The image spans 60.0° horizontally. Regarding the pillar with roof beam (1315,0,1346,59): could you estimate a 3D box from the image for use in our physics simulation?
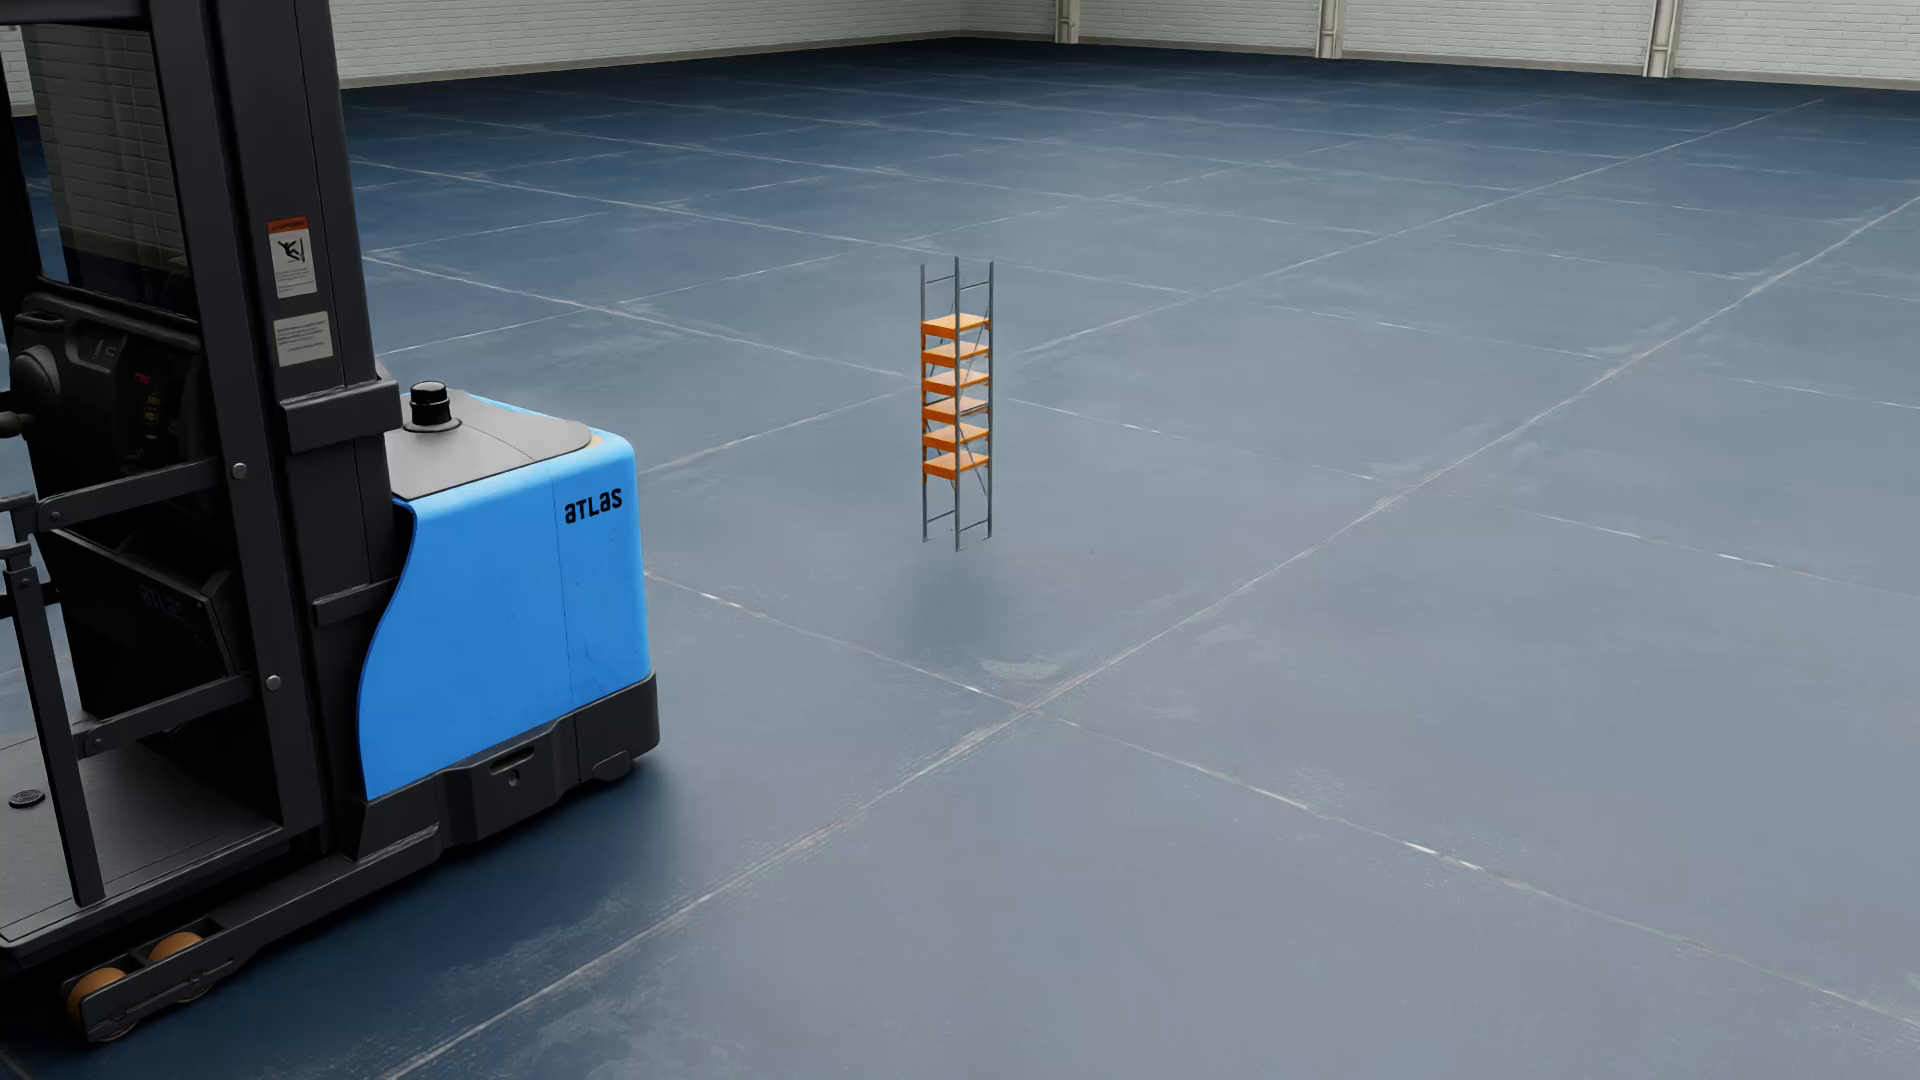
[{"bbox_3d":[4.148,-12.020,26.289,0.400,9.000,9.100,16,26,36],"label":"pillar with roof beam"}]

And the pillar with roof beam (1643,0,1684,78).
[{"bbox_3d":[8.796,-10.681,22.739,0.400,9.000,9.100,16,26,36],"label":"pillar with roof beam"}]

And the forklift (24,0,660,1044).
[{"bbox_3d":[-2.263,-0.370,3.994,1.130,2.935,3.031,16,26,36],"label":"forklift"}]

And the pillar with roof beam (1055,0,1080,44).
[{"bbox_3d":[-0.501,-13.359,29.839,0.400,9.000,9.100,16,26,36],"label":"pillar with roof beam"}]

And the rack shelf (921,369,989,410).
[{"bbox_3d":[-0.011,-0.635,6.938,0.180,0.103,0.258,16,26,36],"label":"rack shelf"}]

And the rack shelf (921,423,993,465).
[{"bbox_3d":[-0.011,-0.411,7.023,0.180,0.103,0.258,16,26,36],"label":"rack shelf"}]

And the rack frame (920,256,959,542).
[{"bbox_3d":[-0.082,-0.585,7.019,0.006,1.200,0.240,16,26,36],"label":"rack frame"}]

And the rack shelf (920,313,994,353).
[{"bbox_3d":[-0.011,-0.860,6.854,0.180,0.103,0.258,16,26,36],"label":"rack shelf"}]

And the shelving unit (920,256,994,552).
[{"bbox_3d":[-0.011,-0.565,6.965,0.189,1.200,0.258,16,26,36],"label":"shelving unit"}]

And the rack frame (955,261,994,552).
[{"bbox_3d":[0.060,-0.544,6.911,0.006,1.200,0.240,16,26,36],"label":"rack frame"}]

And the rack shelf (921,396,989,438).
[{"bbox_3d":[-0.011,-0.523,6.981,0.180,0.103,0.258,16,26,36],"label":"rack shelf"}]

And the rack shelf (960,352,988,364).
[{"bbox_3d":[-0.011,-0.766,6.889,0.166,0.020,0.199,16,26,36],"label":"rack shelf"}]
